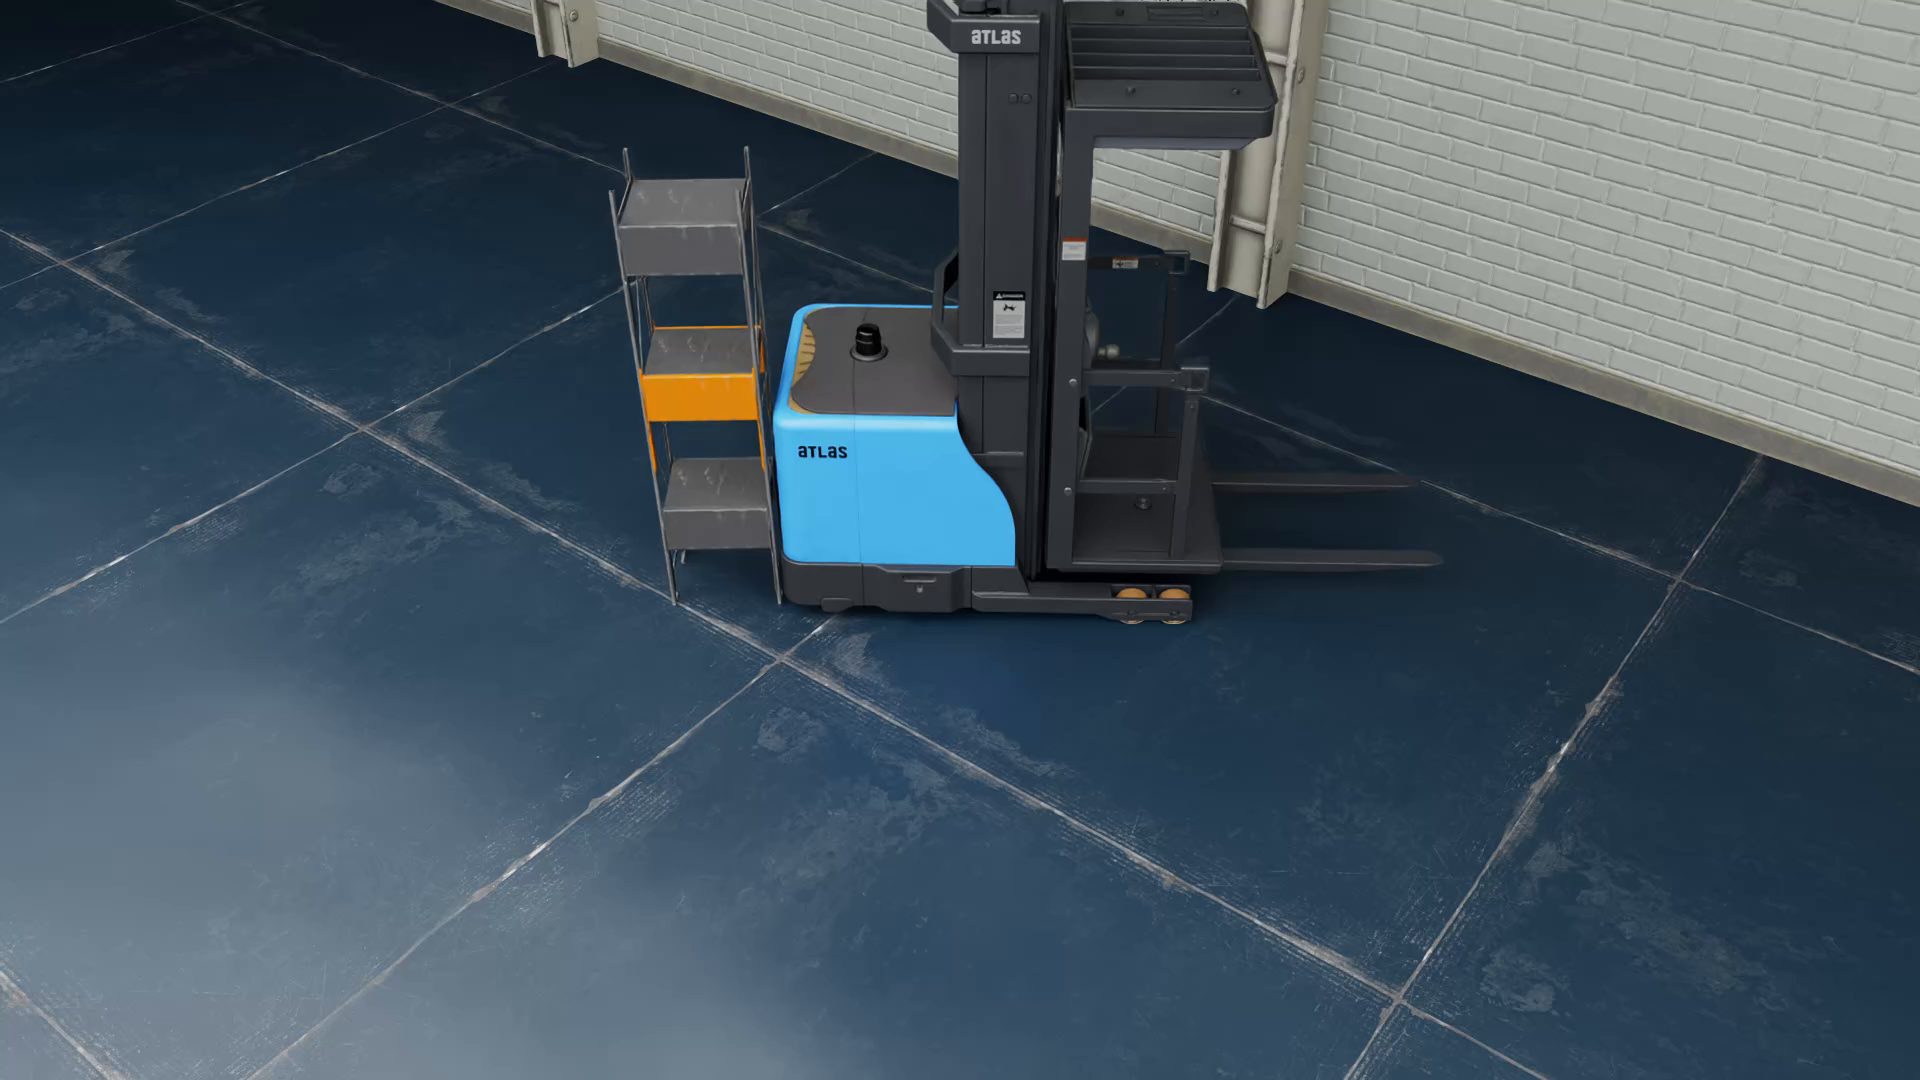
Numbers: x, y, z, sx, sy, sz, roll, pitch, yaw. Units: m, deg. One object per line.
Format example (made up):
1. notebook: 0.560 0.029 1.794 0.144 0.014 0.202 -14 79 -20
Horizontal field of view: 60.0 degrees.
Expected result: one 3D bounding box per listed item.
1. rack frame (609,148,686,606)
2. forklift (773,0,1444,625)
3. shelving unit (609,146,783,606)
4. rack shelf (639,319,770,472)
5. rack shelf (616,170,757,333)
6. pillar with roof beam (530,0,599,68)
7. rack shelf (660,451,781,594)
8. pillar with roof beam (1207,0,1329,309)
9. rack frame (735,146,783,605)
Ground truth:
1. rack frame: -1.339 -0.638 7.220 0.015 2.100 0.400 -1 39 0
2. forklift: 0.712 -1.100 7.139 3.031 2.935 1.130 1 38 1
3. shelving unit: -1.095 -0.642 7.221 0.503 2.100 0.431 -1 39 0
4. rack shelf: -1.094 -0.632 7.229 0.480 0.518 0.431 -1 39 0
5. rack shelf: -1.102 -1.179 6.793 0.480 0.518 0.431 -1 39 0
6. pillar with roof beam: -5.643 -5.198 7.450 0.400 9.000 9.100 25 45 29
7. rack shelf: -1.087 -0.084 7.665 0.480 0.518 0.431 -1 39 0
8. pillar with roof beam: -0.877 -2.951 4.580 0.400 9.000 9.100 25 45 29
9. rack frame: -0.851 -0.646 7.221 0.015 2.100 0.400 -1 39 0
